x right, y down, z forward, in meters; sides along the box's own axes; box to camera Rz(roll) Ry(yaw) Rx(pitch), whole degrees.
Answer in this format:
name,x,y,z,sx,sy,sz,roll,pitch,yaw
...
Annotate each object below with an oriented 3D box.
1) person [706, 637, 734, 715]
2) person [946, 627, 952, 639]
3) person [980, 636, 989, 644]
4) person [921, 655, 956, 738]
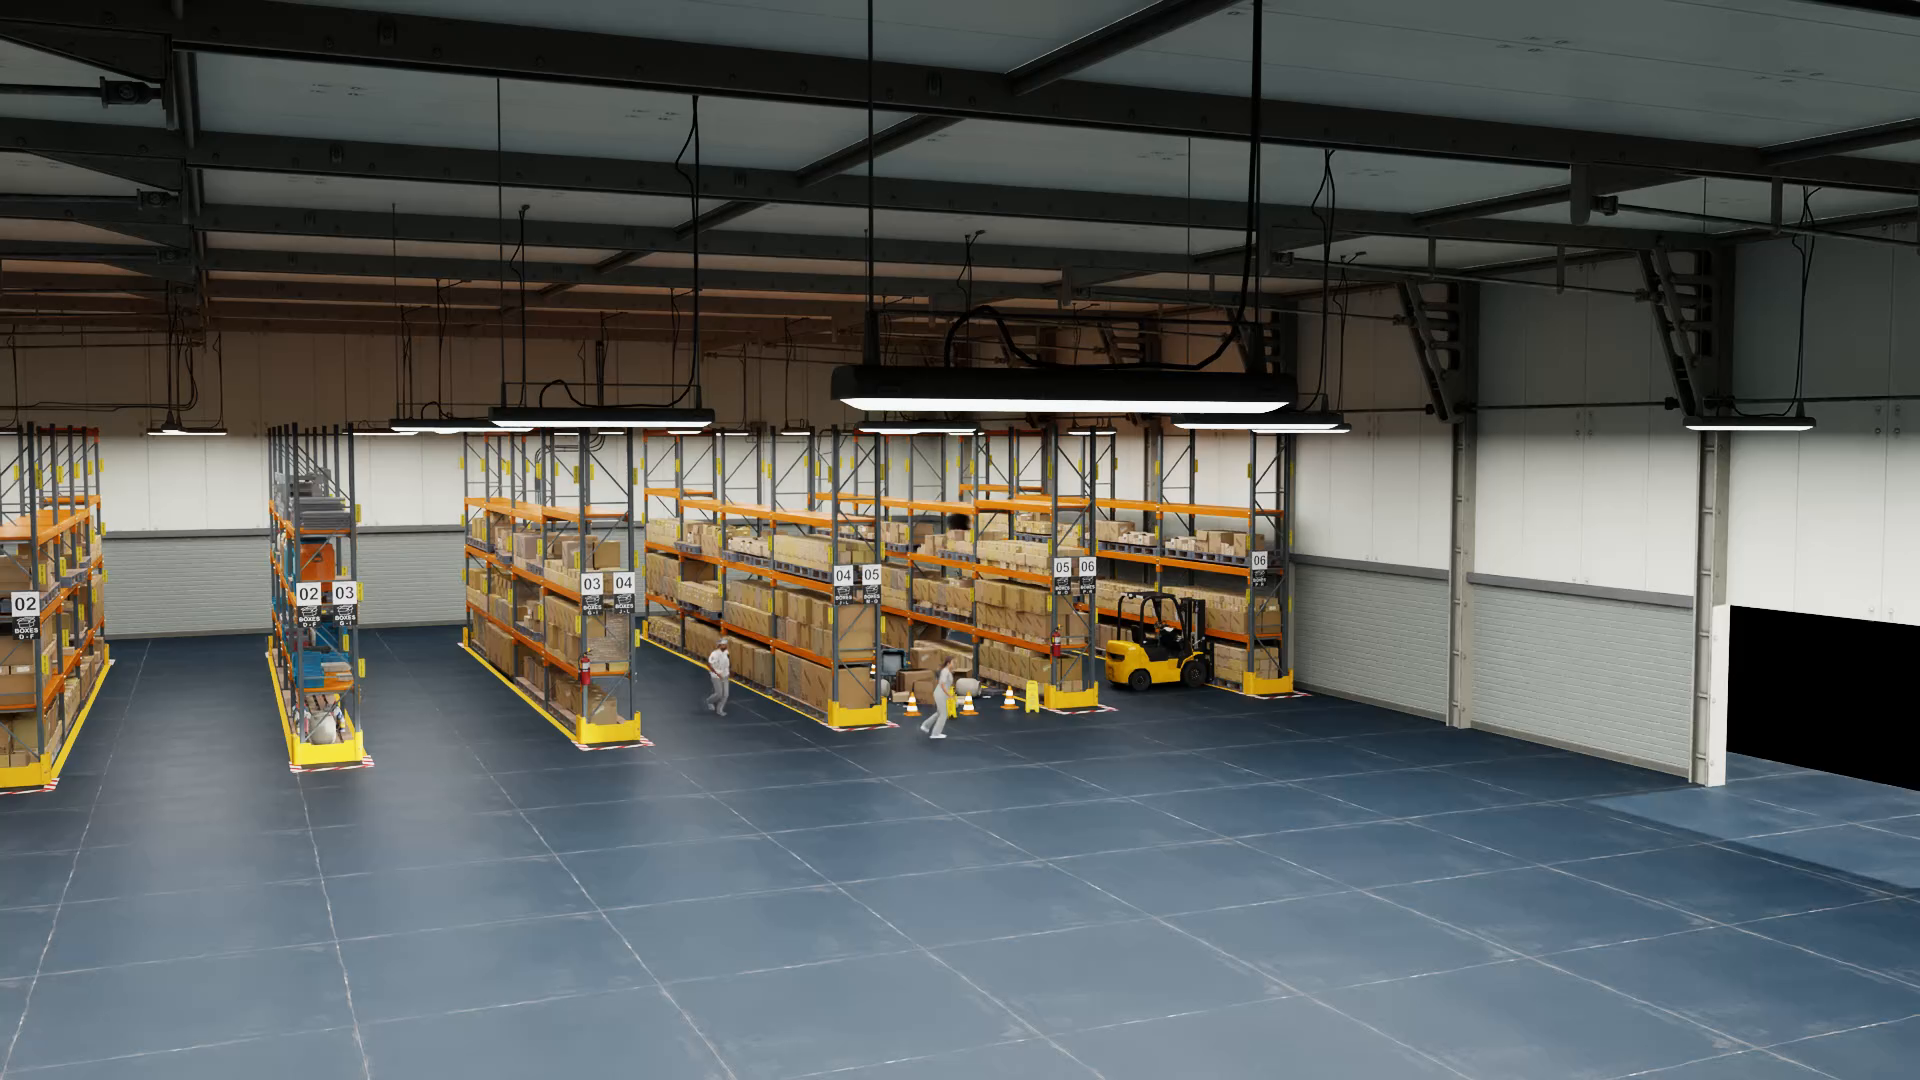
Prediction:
name,x,y,z,sx,sy,sz,roll,pitch,yaw
person,-5.019,2.811,34.480,0.596,1.631,0.573,3,5,45
person,-0.436,2.033,47.281,0.572,1.617,0.620,3,5,42
person,0.783,2.267,43.308,0.552,1.631,0.790,-2,4,-31
person,-0.415,2.986,31.693,0.701,1.594,0.557,0,3,5
